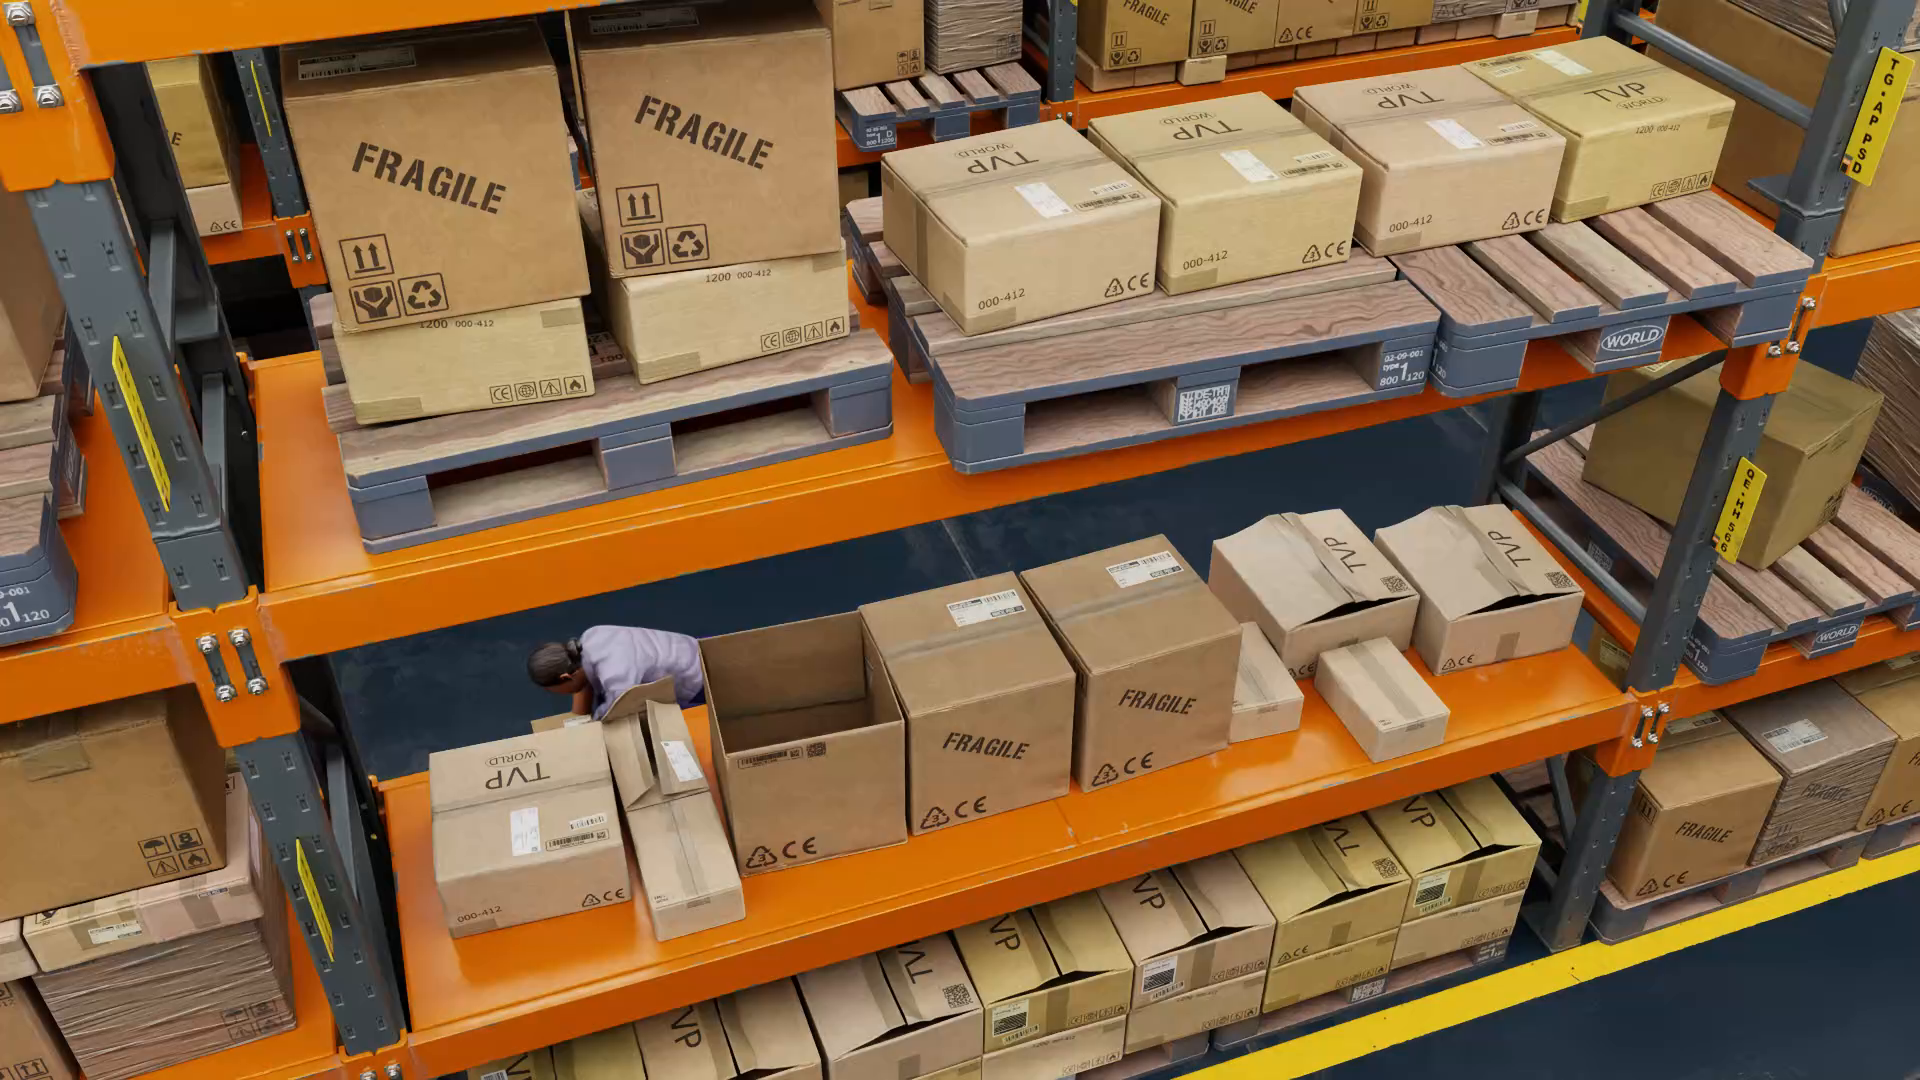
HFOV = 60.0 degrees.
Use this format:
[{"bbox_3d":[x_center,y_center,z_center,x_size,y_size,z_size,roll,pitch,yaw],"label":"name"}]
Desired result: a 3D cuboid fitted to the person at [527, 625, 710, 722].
[{"bbox_3d":[-1.275,0.635,6.661,0.818,0.822,0.518,-13,40,-16],"label":"person"}]
